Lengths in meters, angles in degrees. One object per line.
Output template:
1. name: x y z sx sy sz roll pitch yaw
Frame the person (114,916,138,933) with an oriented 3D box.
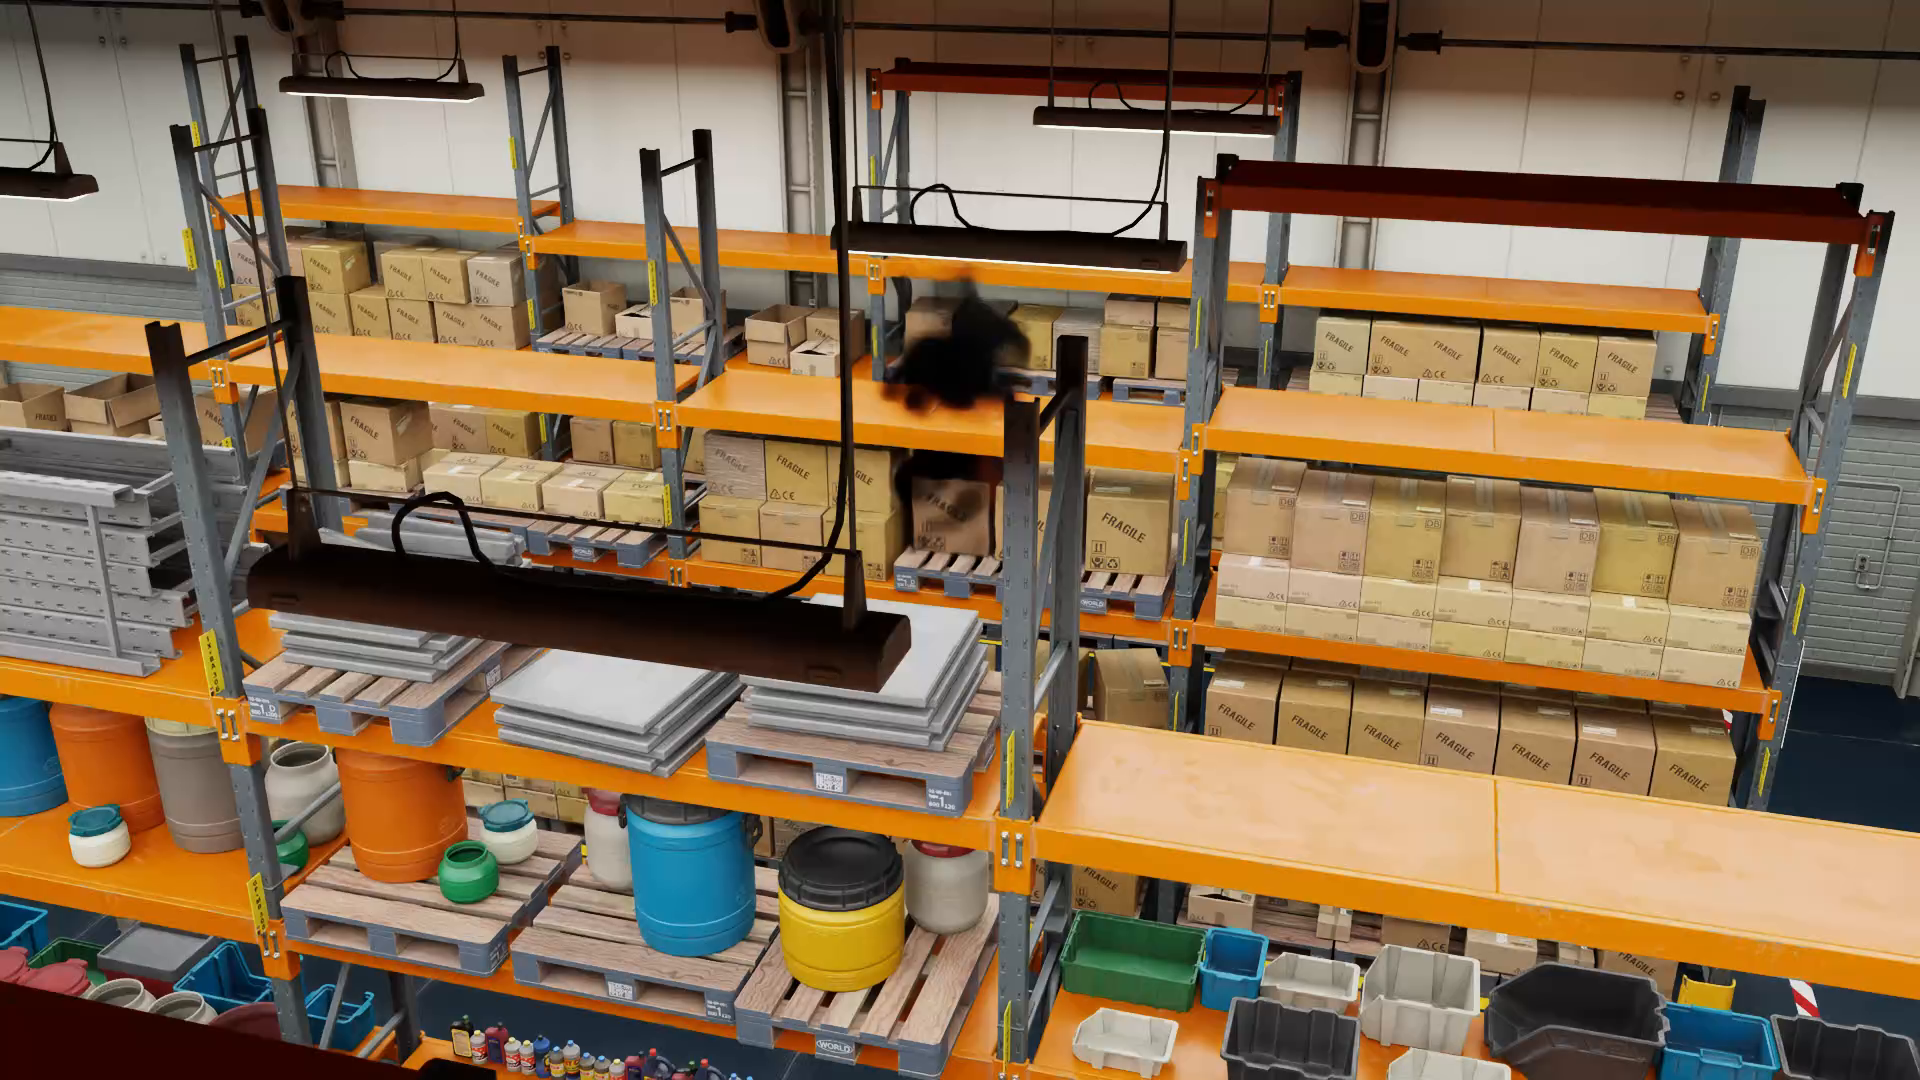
1. person: -6.371 2.461 12.679 0.738 1.720 0.531 2 23 4
